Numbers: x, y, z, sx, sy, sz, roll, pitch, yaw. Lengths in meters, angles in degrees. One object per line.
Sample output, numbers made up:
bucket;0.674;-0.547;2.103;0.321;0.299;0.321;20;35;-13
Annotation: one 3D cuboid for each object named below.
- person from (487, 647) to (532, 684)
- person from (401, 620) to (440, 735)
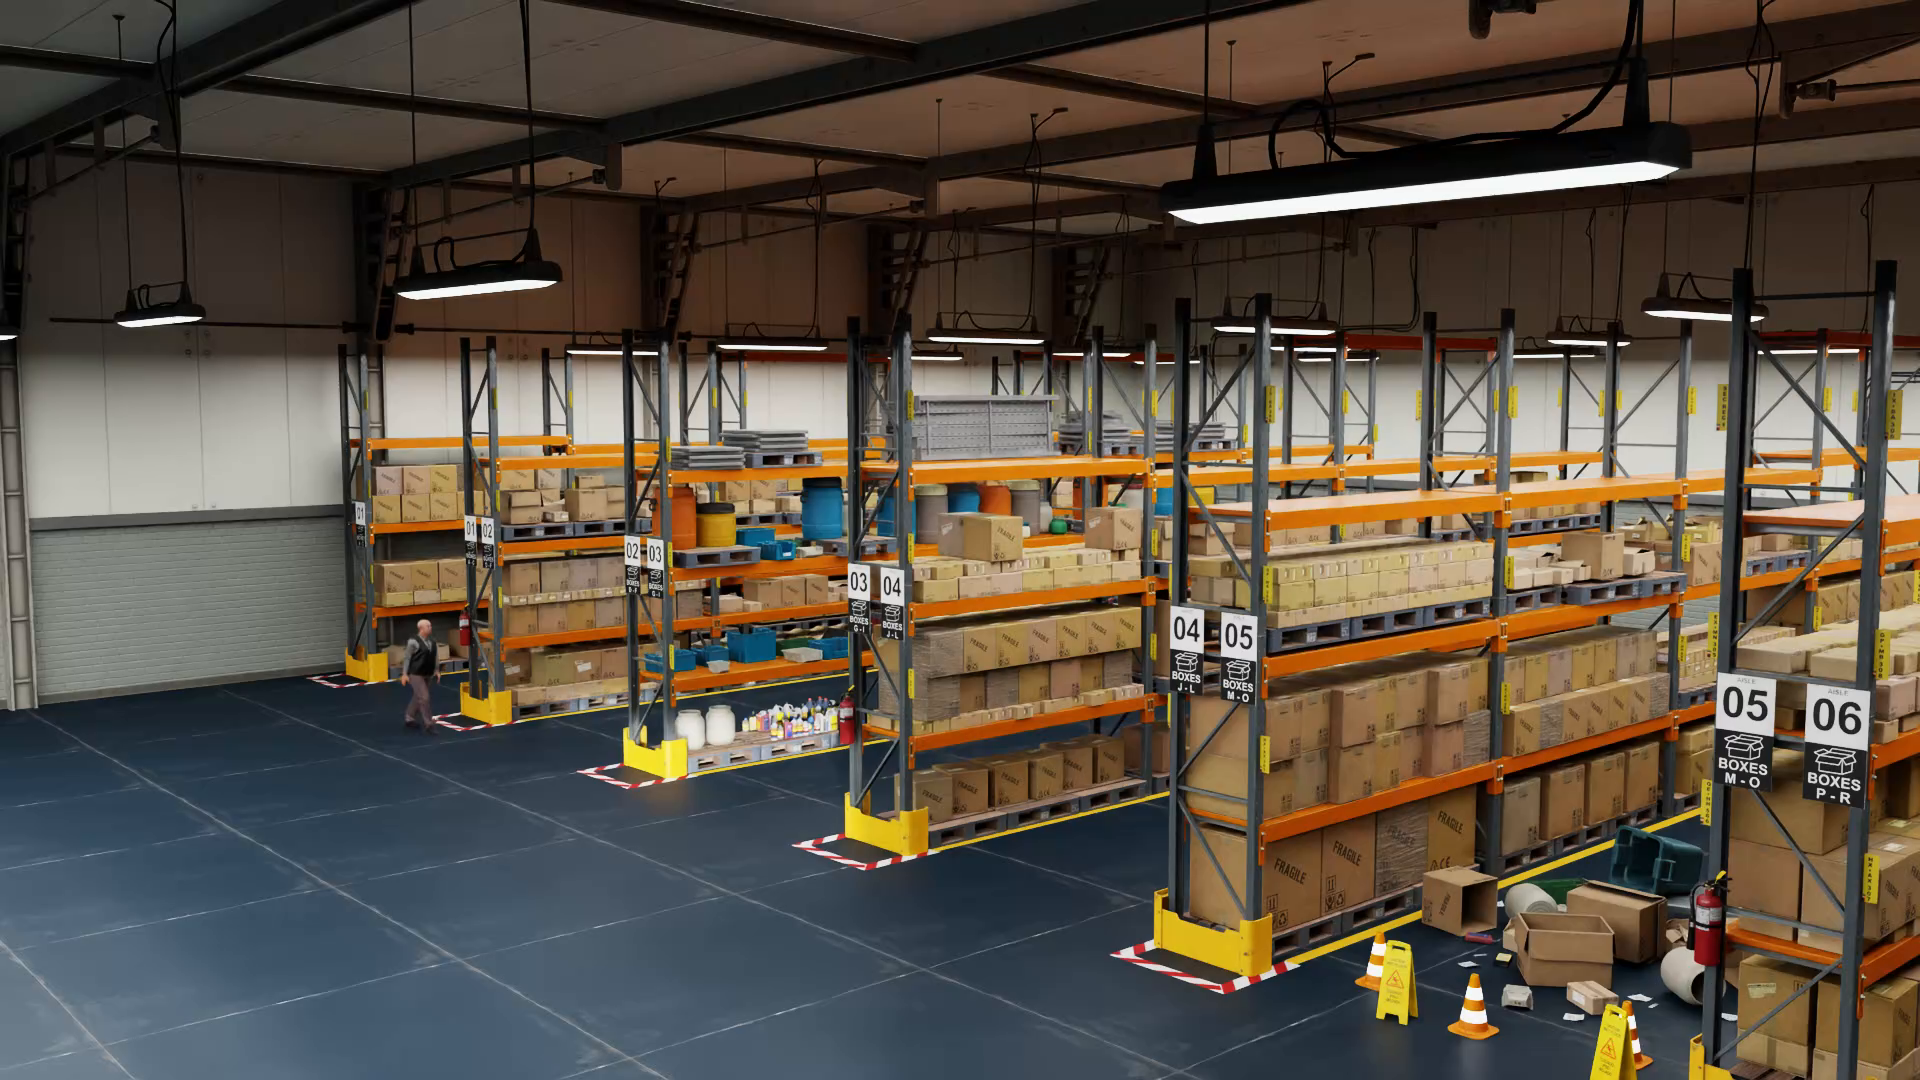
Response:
person;-7.716;1.751;28.847;0.486;1.609;1.059;2;5;19
person;-8.150;2.057;25.247;0.853;1.701;0.566;2;6;26
